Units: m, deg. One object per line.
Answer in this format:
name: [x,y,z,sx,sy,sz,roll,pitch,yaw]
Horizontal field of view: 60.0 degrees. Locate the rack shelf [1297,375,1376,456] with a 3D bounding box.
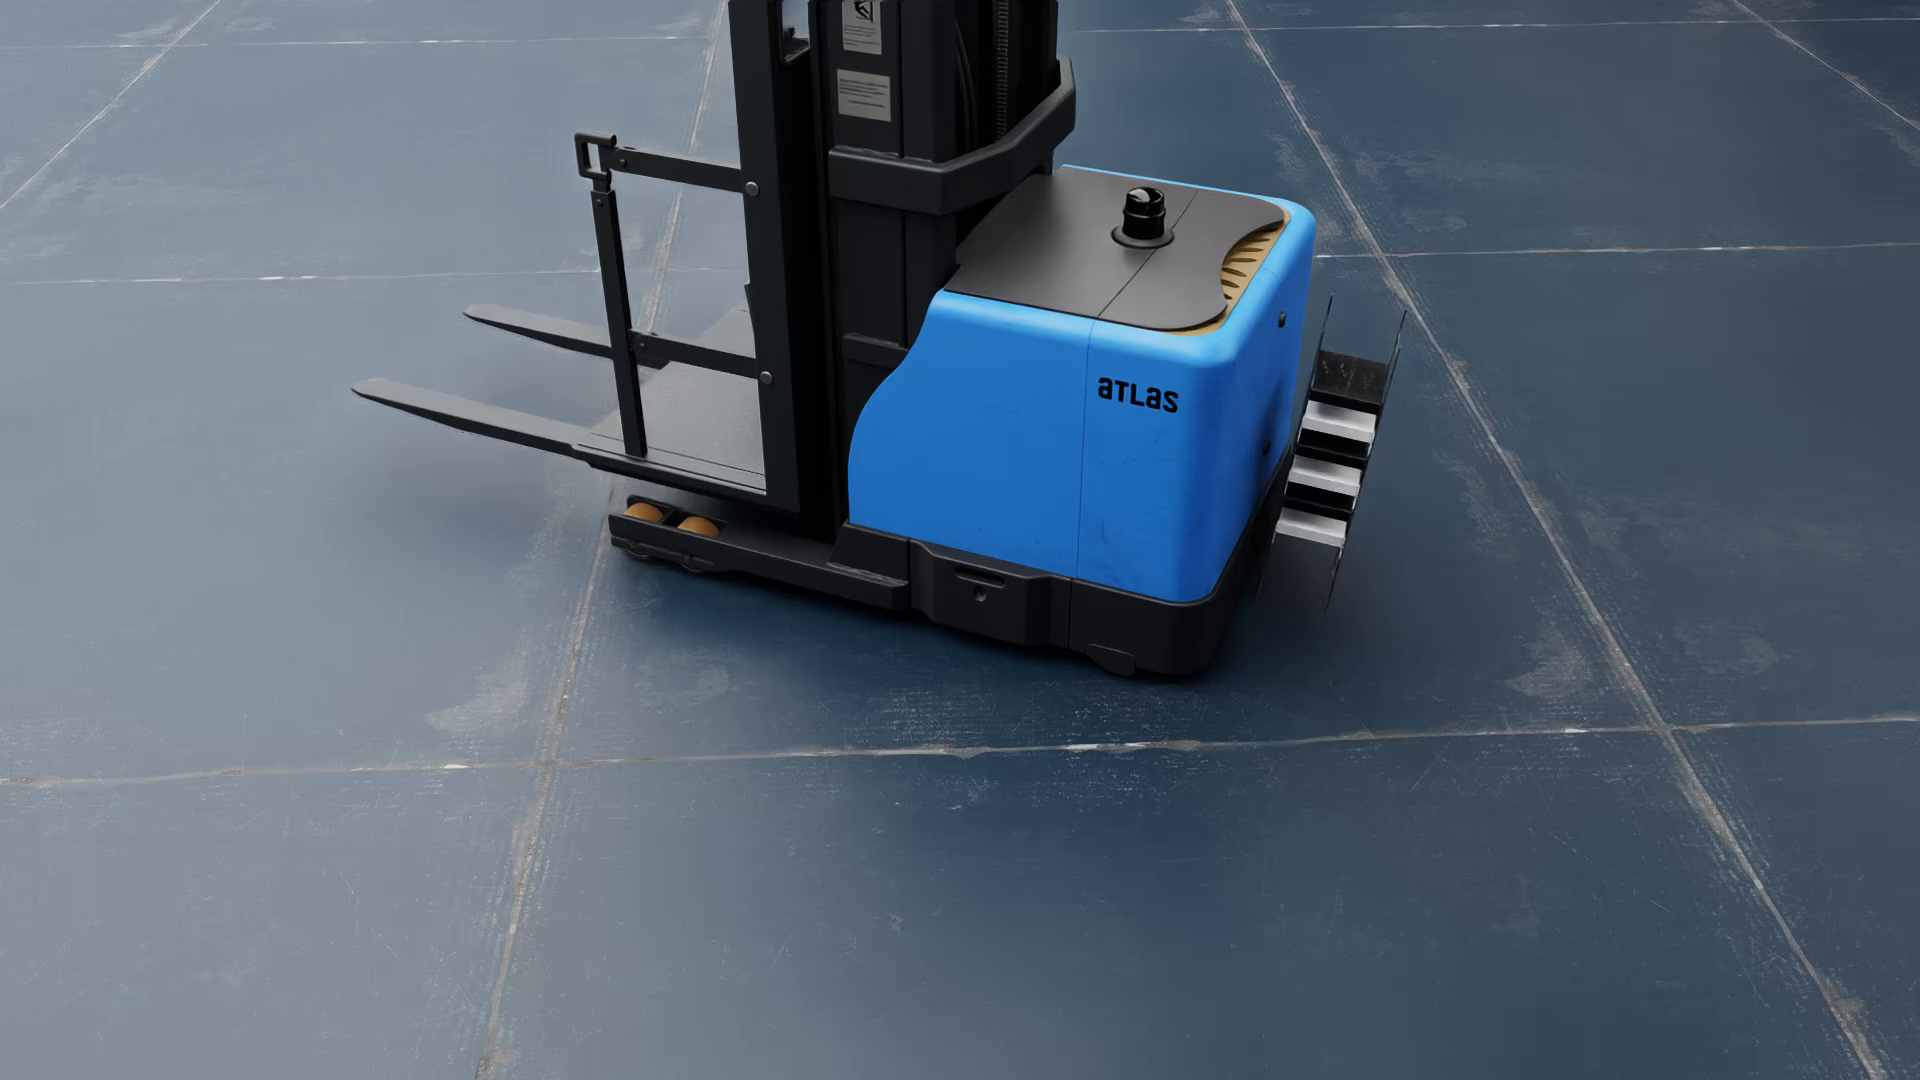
rack shelf: [1.076,-0.355,4.701,0.200,0.077,0.258,14,37,10]

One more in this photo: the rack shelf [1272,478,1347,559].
rack shelf: [1.044,-0.066,4.913,0.200,0.077,0.258,14,37,10]

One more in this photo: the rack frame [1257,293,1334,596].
rack frame: [0.966,-0.261,4.806,0.006,0.900,0.240,14,37,10]

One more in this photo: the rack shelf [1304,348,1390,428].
rack shelf: [1.084,-0.428,4.648,0.200,0.077,0.258,14,37,10]

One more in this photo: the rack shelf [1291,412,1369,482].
rack shelf: [1.068,-0.283,4.754,0.200,0.077,0.258,14,37,10]

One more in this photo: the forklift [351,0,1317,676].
forklift: [-0.532,-1.368,4.651,3.031,2.935,1.130,14,37,19]

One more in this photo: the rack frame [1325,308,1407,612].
rack frame: [1.160,-0.213,4.770,0.006,0.900,0.240,14,37,10]

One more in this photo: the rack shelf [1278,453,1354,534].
rack shelf: [1.052,-0.138,4.860,0.200,0.077,0.258,14,37,10]

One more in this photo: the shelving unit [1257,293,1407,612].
shelving unit: [1.063,-0.237,4.788,0.210,0.900,0.258,14,37,10]

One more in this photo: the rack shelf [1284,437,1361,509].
rack shelf: [1.060,-0.210,4.807,0.200,0.077,0.258,14,37,10]
